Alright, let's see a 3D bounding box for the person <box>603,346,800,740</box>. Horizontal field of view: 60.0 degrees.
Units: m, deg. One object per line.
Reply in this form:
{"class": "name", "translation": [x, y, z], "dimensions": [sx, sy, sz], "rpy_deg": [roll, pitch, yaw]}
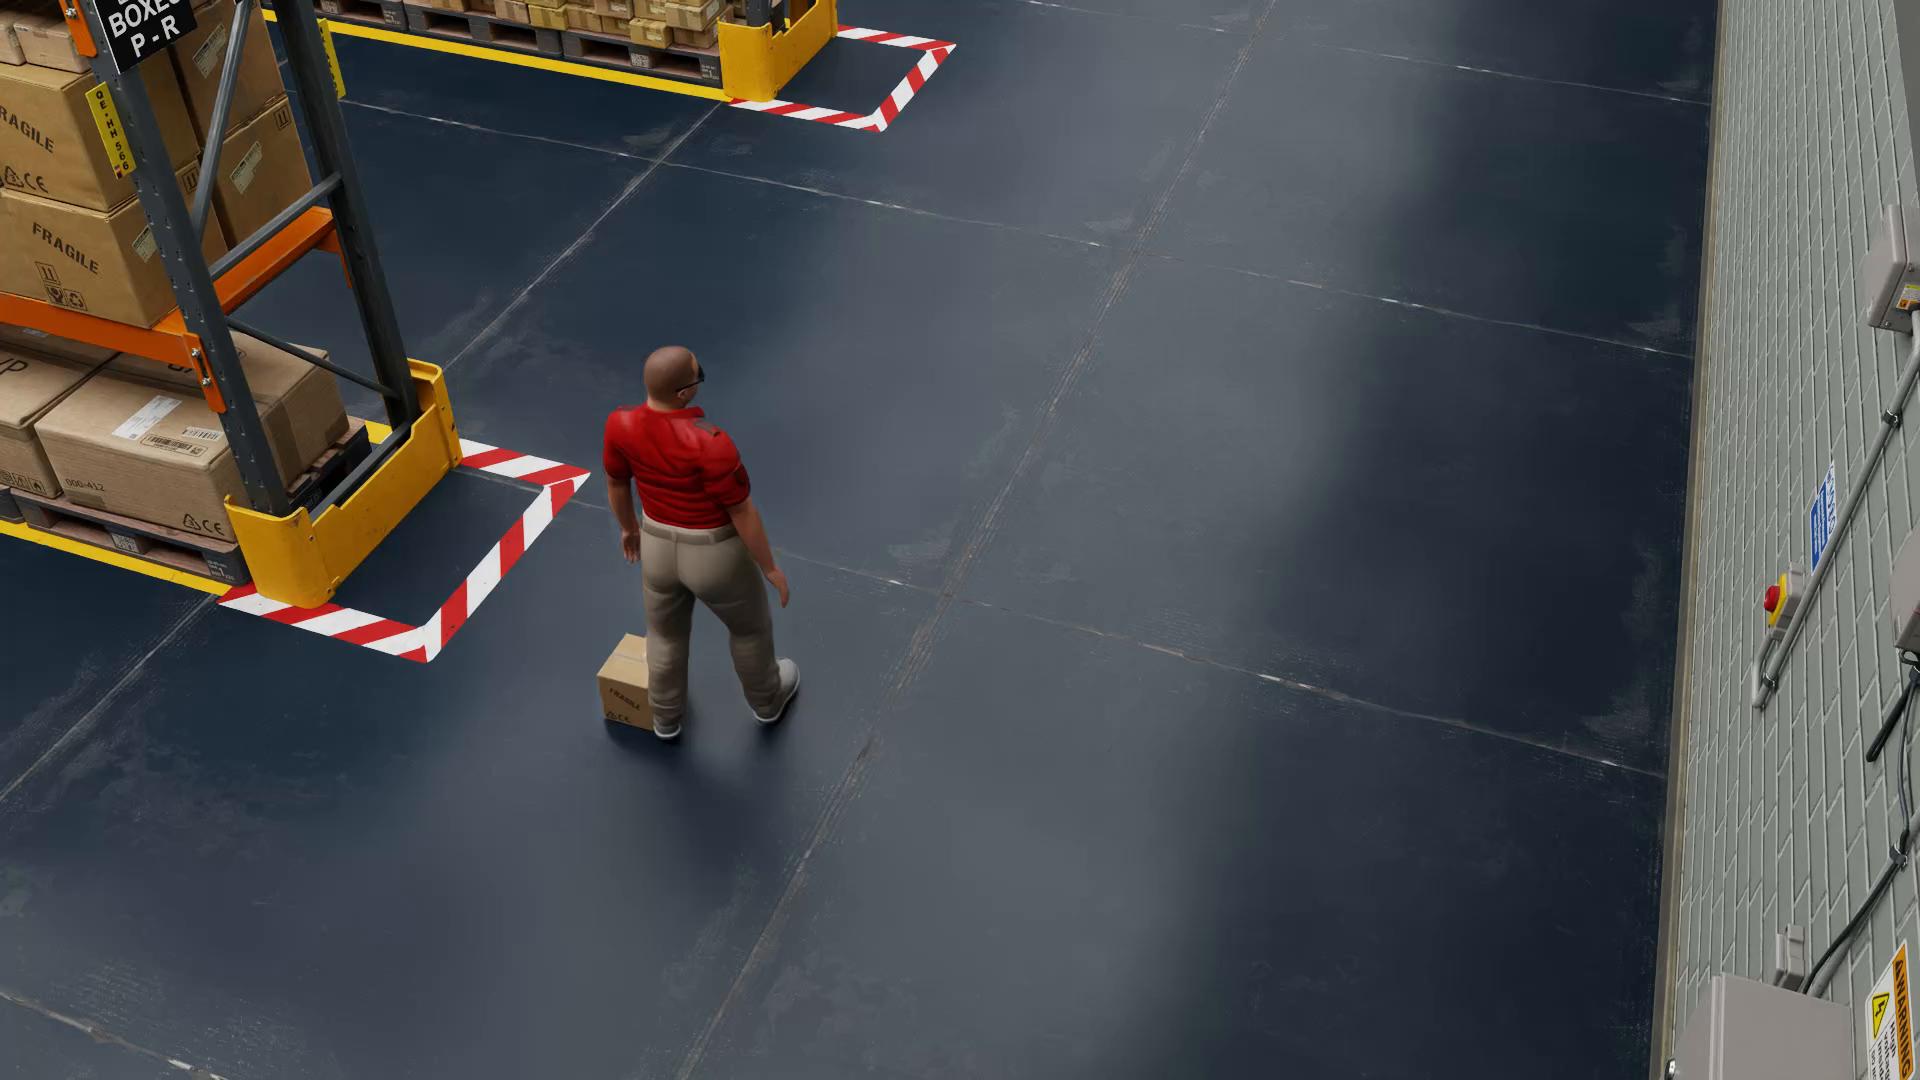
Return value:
{"class": "person", "translation": [-0.926, 0.019, 6.114], "dimensions": [0.716, 1.728, 0.533], "rpy_deg": [14, 43, 16]}
